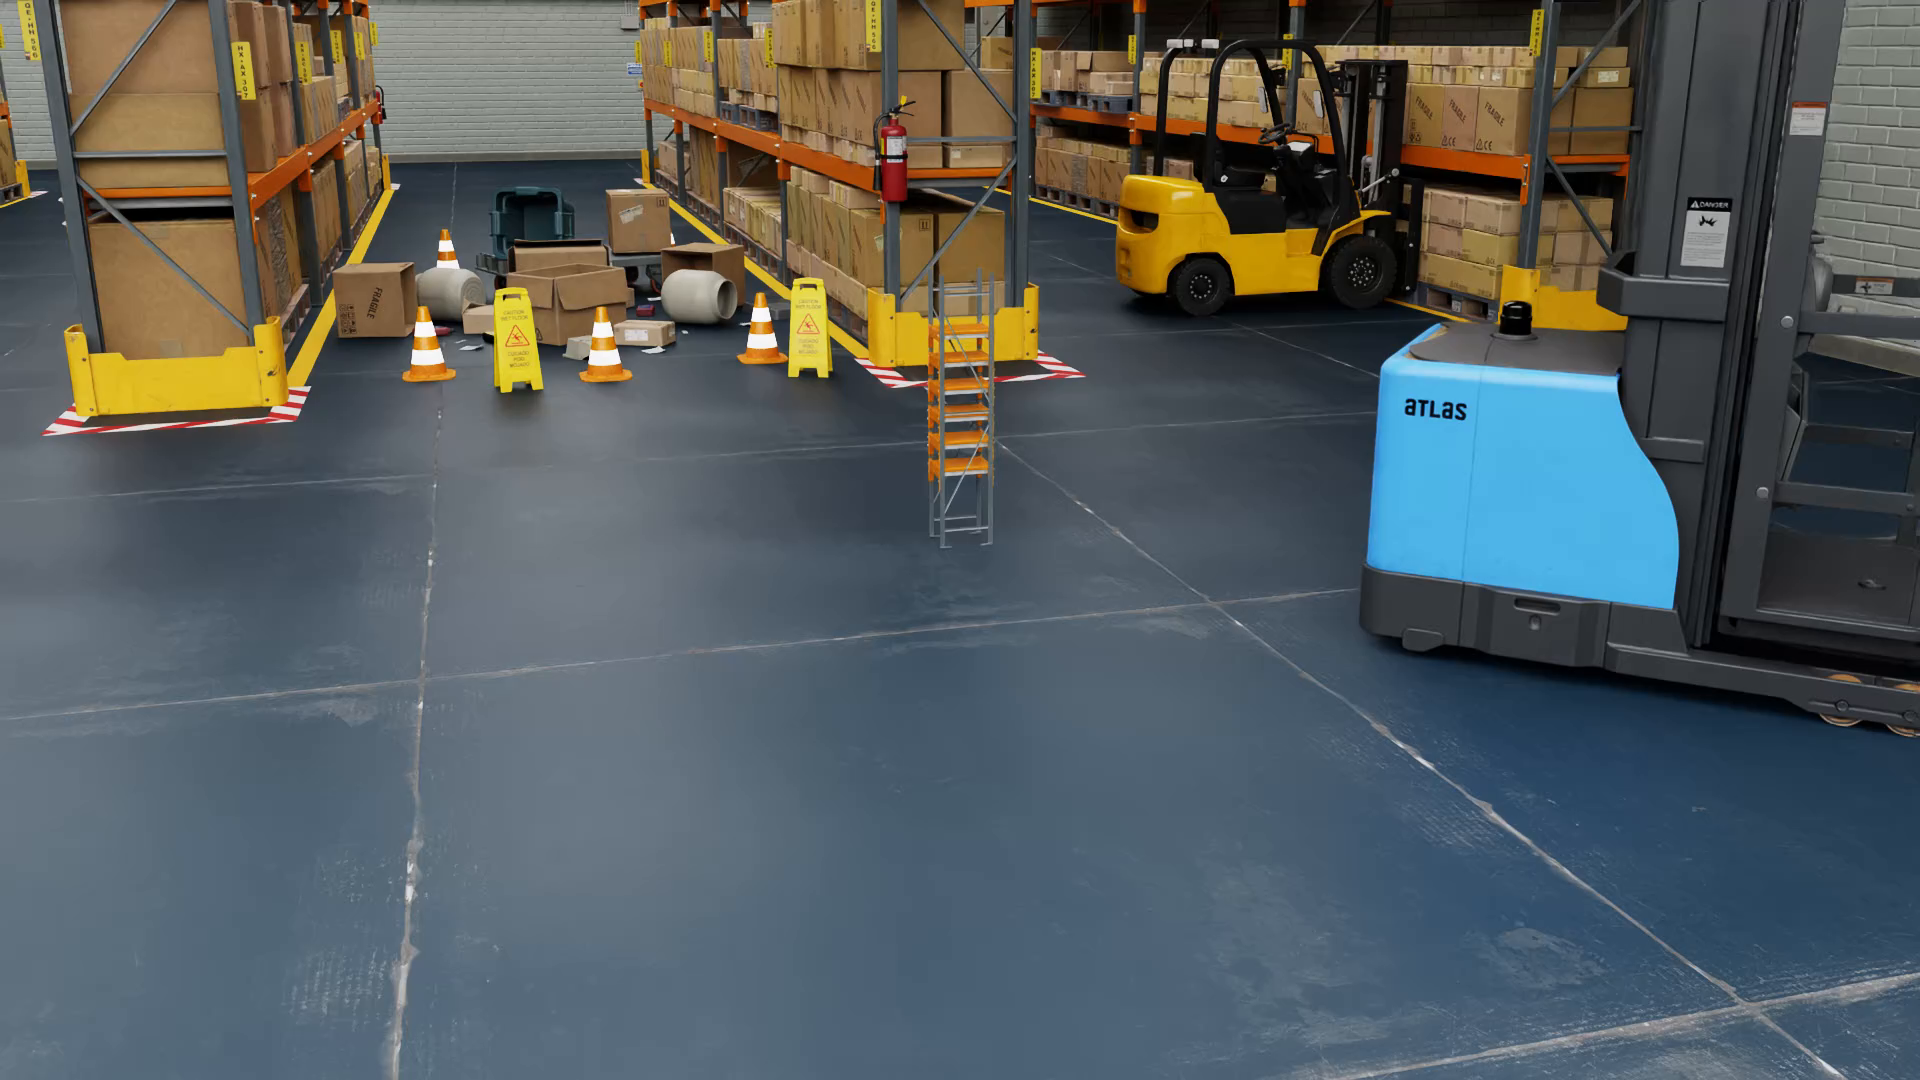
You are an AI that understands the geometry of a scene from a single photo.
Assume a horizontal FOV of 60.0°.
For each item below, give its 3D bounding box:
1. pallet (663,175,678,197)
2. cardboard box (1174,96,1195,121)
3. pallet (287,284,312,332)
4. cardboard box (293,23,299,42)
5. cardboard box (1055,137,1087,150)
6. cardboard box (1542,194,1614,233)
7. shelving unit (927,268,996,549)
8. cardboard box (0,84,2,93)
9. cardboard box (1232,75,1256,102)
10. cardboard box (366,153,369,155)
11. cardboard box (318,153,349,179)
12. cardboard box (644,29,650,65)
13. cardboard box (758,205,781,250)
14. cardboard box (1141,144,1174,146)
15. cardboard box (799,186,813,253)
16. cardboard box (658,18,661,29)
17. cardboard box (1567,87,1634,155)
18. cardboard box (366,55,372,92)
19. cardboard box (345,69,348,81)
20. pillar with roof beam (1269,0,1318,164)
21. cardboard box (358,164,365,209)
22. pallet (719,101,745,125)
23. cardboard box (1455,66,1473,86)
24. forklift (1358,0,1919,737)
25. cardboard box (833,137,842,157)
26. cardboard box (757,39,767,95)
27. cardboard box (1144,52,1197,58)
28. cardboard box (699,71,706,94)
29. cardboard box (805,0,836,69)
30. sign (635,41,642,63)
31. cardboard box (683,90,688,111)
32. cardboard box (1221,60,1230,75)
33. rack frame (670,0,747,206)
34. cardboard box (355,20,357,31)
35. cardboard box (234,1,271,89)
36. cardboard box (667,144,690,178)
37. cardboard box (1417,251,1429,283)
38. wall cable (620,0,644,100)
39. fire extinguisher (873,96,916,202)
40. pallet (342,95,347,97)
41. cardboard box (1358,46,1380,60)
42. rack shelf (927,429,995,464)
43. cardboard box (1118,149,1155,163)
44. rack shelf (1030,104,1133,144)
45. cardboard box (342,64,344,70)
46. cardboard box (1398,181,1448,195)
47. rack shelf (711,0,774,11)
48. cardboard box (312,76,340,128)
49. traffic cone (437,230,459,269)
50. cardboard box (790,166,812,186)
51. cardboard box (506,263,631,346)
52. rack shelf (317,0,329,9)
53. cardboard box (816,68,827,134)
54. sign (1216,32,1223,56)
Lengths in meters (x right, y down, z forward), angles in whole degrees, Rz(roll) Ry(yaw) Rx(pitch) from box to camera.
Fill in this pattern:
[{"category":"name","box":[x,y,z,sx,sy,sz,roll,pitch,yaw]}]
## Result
[{"category":"pallet","box":[-3.795,-5.226,24.484,1.003,0.211,1.213,-5,17,-15]},{"category":"cardboard box","box":[2.718,-4.799,18.474,0.500,0.250,0.500,-5,18,-17]},{"category":"pallet","box":[-5.721,-1.823,13.154,1.003,0.211,1.213,-5,17,-15]},{"category":"cardboard box","box":[-6.416,-4.460,15.175,0.700,0.500,0.500,-5,17,-16]},{"category":"cardboard box","box":[1.524,-5.454,22.883,0.380,0.149,0.250,-6,18,-18]},{"category":"cardboard box","box":[4.797,-2.592,13.179,0.500,0.250,0.500,-5,17,-16]},{"category":"shelving unit","box":[0.004,-0.571,7.266,0.258,1.200,0.189,-5,17,-15]},{"category":"cardboard box","box":[-13.561,-6.288,22.914,0.500,0.250,0.500,-5,17,-16]},{"category":"cardboard box","box":[3.119,-4.613,16.985,0.500,0.250,0.500,-5,17,-17]},{"category":"cardboard box","box":[-8.354,-5.254,22.922,0.380,0.149,0.250,-5,17,-15]},{"category":"cardboard box","box":[-6.911,-4.054,18.047,0.500,0.250,0.500,-6,18,-18]},{"category":"cardboard box","box":[-4.414,-7.343,24.770,0.500,0.500,0.500,-5,17,-17]},{"category":"cardboard box","box":[-1.471,-3.080,16.330,0.950,0.372,0.625,-4,17,-12]},{"category":"cardboard box","box":[2.527,-4.998,21.365,0.380,0.149,0.250,-6,18,-18]},{"category":"cardboard box","box":[-1.062,-2.706,13.992,0.500,0.500,0.500,-4,17,-13]},{"category":"cardboard box","box":[-4.085,-7.330,23.601,0.380,0.149,0.250,-5,17,-15]},{"category":"cardboard box","box":[4.878,-3.288,13.011,0.500,0.500,0.500,-4,17,-13]},{"category":"cardboard box","box":[-8.497,-6.498,23.180,0.500,0.500,0.500,-5,17,-15]},{"category":"cardboard box","box":[-7.754,-5.717,20.459,0.380,0.149,0.250,-4,17,-14]},{"category":"pillar with roof beam","box":[-0.365,-7.538,16.903,9.100,9.000,0.400,-5,17,-15]},{"category":"cardboard box","box":[-7.467,-4.265,20.052,0.500,0.500,0.500,-5,17,-17]},{"category":"pallet","box":[-1.924,-4.620,17.952,1.213,0.211,1.003,-5,17,-15]},{"category":"cardboard box","box":[4.214,-3.728,13.347,0.380,0.149,0.250,-5,17,-16]},{"category":"forklift","box":[3.028,-0.945,5.503,3.031,2.935,1.130,8,19,25]},{"category":"cardboard box","box":[-0.751,-3.002,12.669,0.380,0.149,0.250,-5,17,-16]},{"category":"cardboard box","box":[-1.608,-4.432,15.573,0.500,0.500,0.500,-5,17,-15]},{"category":"cardboard box","box":[2.558,-5.698,20.303,0.500,0.500,0.500,-4,17,-13]},{"category":"cardboard box","box":[-2.745,-5.324,19.353,0.500,0.250,0.500,-5,17,-17]},{"category":"cardboard box","box":[-0.745,-3.755,12.308,0.700,0.500,0.500,-5,17,-16]},{"category":"sign","box":[-4.956,-7.524,25.643,0.100,0.325,0.005,-5,17,-15]},{"category":"cardboard box","box":[-3.186,-5.507,20.831,0.500,0.250,0.500,-5,17,-16]},{"category":"cardboard box","box":[2.961,-4.974,17.496,0.380,0.149,0.250,-5,17,-15]},{"category":"rack frame","box":[-3.322,-6.007,22.236,1.000,3.000,0.127,-5,17,-15]},{"category":"cardboard box","box":[-8.100,-6.543,21.592,0.500,0.500,0.500,-5,18,-17]},{"category":"cardboard box","box":[-5.084,-3.274,10.999,0.875,0.550,0.550,-5,17,-15]},{"category":"cardboard box","box":[-3.884,-5.660,24.806,0.875,0.438,0.875,-4,17,-14]},{"category":"cardboard box","box":[4.058,-2.348,14.104,0.500,0.250,0.500,-5,17,-15]},{"category":"wall cable","box":[-5.993,-9.173,30.955,0.585,1.953,0.123,-5,17,-15]},{"category":"fire extinguisher","box":[-0.436,-2.583,10.970,0.296,0.674,0.183,-5,17,-15]},{"category":"pallet","box":[-7.983,-5.273,20.126,1.003,0.211,1.213,-5,17,-15]},{"category":"cardboard box","box":[3.757,-4.293,14.712,0.380,0.149,0.250,-5,17,-16]},{"category":"rack shelf","box":[0.004,-0.413,7.313,0.258,0.103,0.180,-5,17,-15]},{"category":"cardboard box","box":[2.170,-4.725,20.457,0.380,0.149,0.250,-6,18,-18]},{"category":"rack shelf","box":[1.999,-5.503,21.808,1.077,0.370,4.000,-5,17,-15]},{"category":"cardboard box","box":[-7.681,-5.784,20.165,0.380,0.149,0.250,-5,17,-17]},{"category":"cardboard box","box":[3.895,-2.967,14.428,0.500,0.250,0.500,-5,17,-16]},{"category":"rack shelf","box":[-1.673,-5.439,16.383,1.077,0.370,4.000,-5,17,-15]},{"category":"cardboard box","box":[-6.572,-4.426,16.798,0.500,0.500,0.500,-5,17,-15]},{"category":"traffic cone","box":[-4.772,-2.650,15.471,0.336,0.463,0.334,-5,17,-15]},{"category":"cardboard box","box":[-1.244,-3.124,14.258,0.380,0.149,0.250,-4,17,-14]},{"category":"cardboard box","box":[-2.941,-1.778,12.496,0.637,0.503,0.797,11,20,32]},{"category":"rack shelf","box":[-6.405,-5.020,14.987,1.077,0.370,4.000,-5,17,-15]},{"category":"cardboard box","box":[-0.827,-3.426,12.952,0.500,0.500,0.500,-4,17,-15]},{"category":"sign","box":[3.082,-5.893,19.845,0.100,0.325,0.005,-5,17,-15]}]
